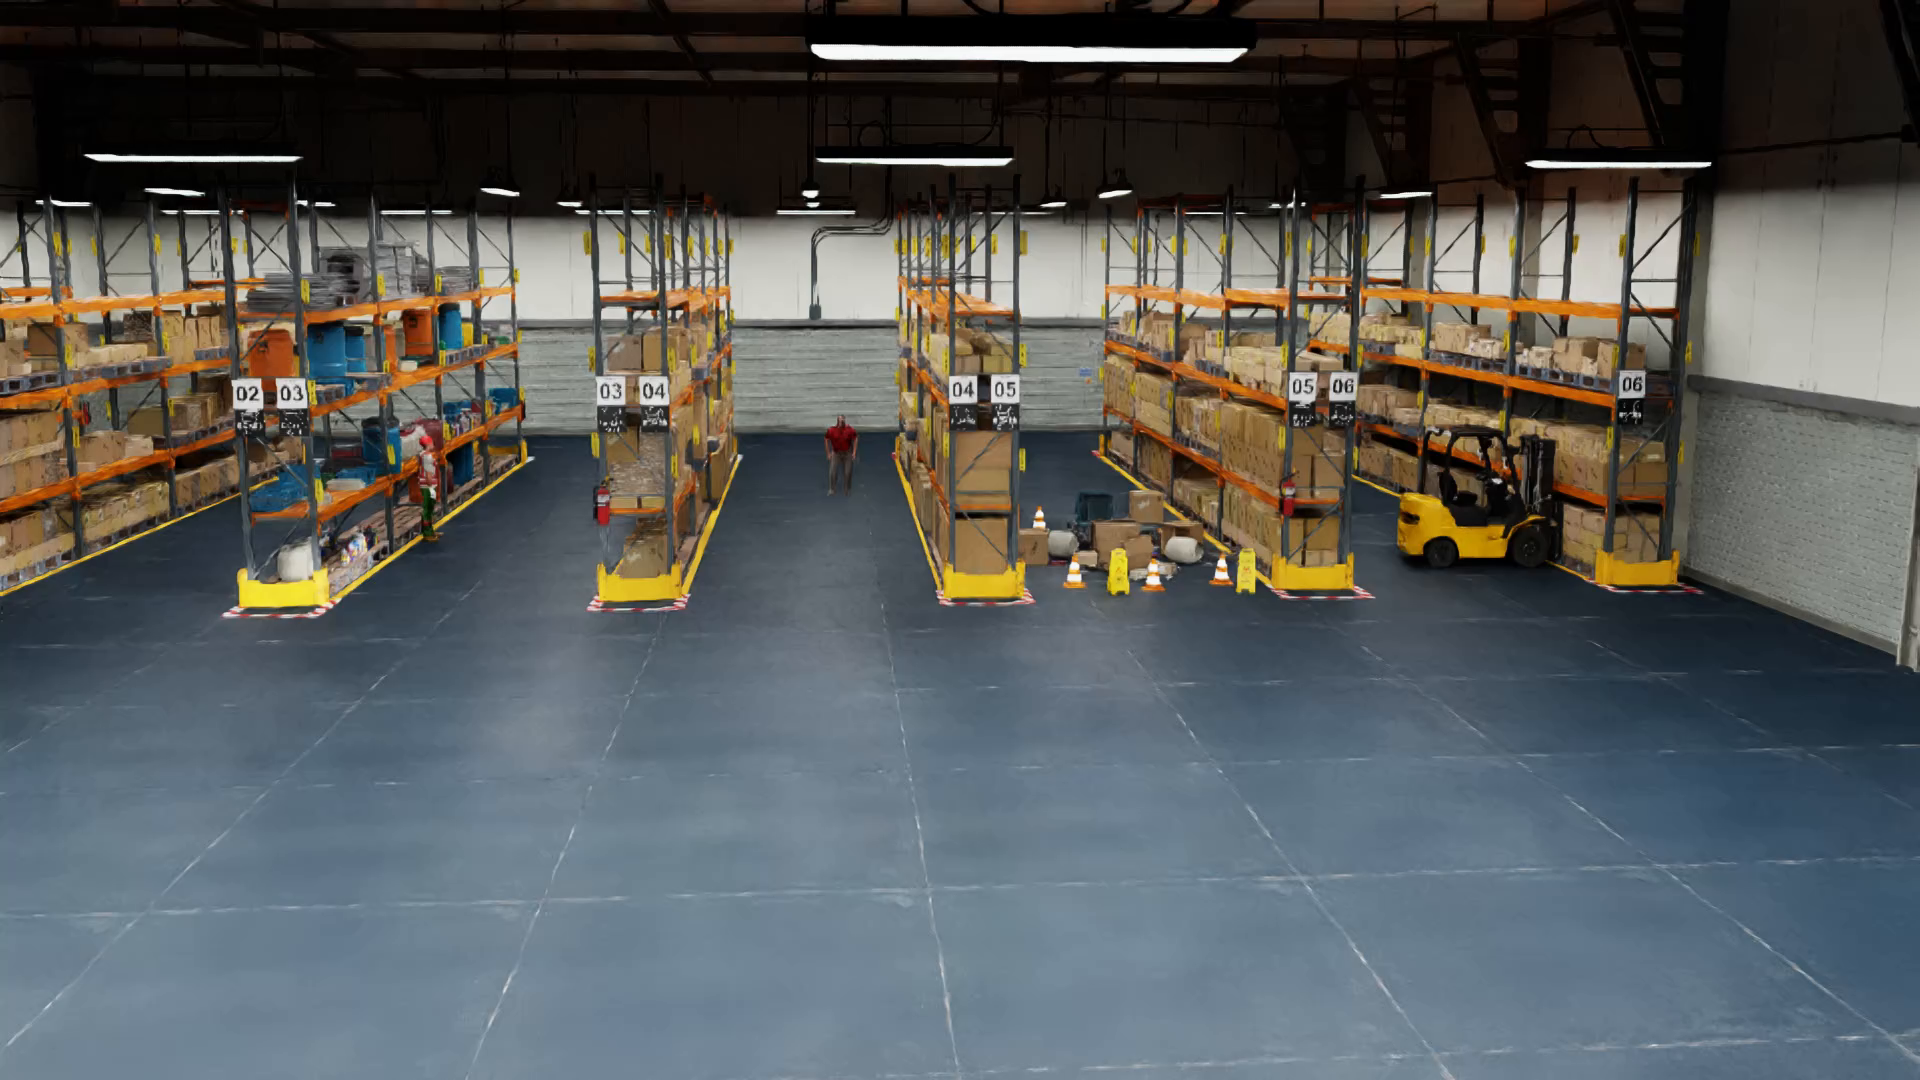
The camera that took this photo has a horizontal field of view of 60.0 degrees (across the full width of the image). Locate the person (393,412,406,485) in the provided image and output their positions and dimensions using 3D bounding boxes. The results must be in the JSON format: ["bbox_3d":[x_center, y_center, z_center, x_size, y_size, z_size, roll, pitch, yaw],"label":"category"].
[{"bbox_3d":[-11.982,-1.944,35.134,0.625,1.607,0.582,-1,10,-5],"label":"person"}]

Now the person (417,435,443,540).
[{"bbox_3d":[-9.118,-0.915,28.606,0.398,1.793,0.659,-5,11,-25],"label":"person"}]

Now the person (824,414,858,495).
[{"bbox_3d":[-2.412,-1.729,33.699,0.682,1.676,0.535,-1,10,-7],"label":"person"}]
